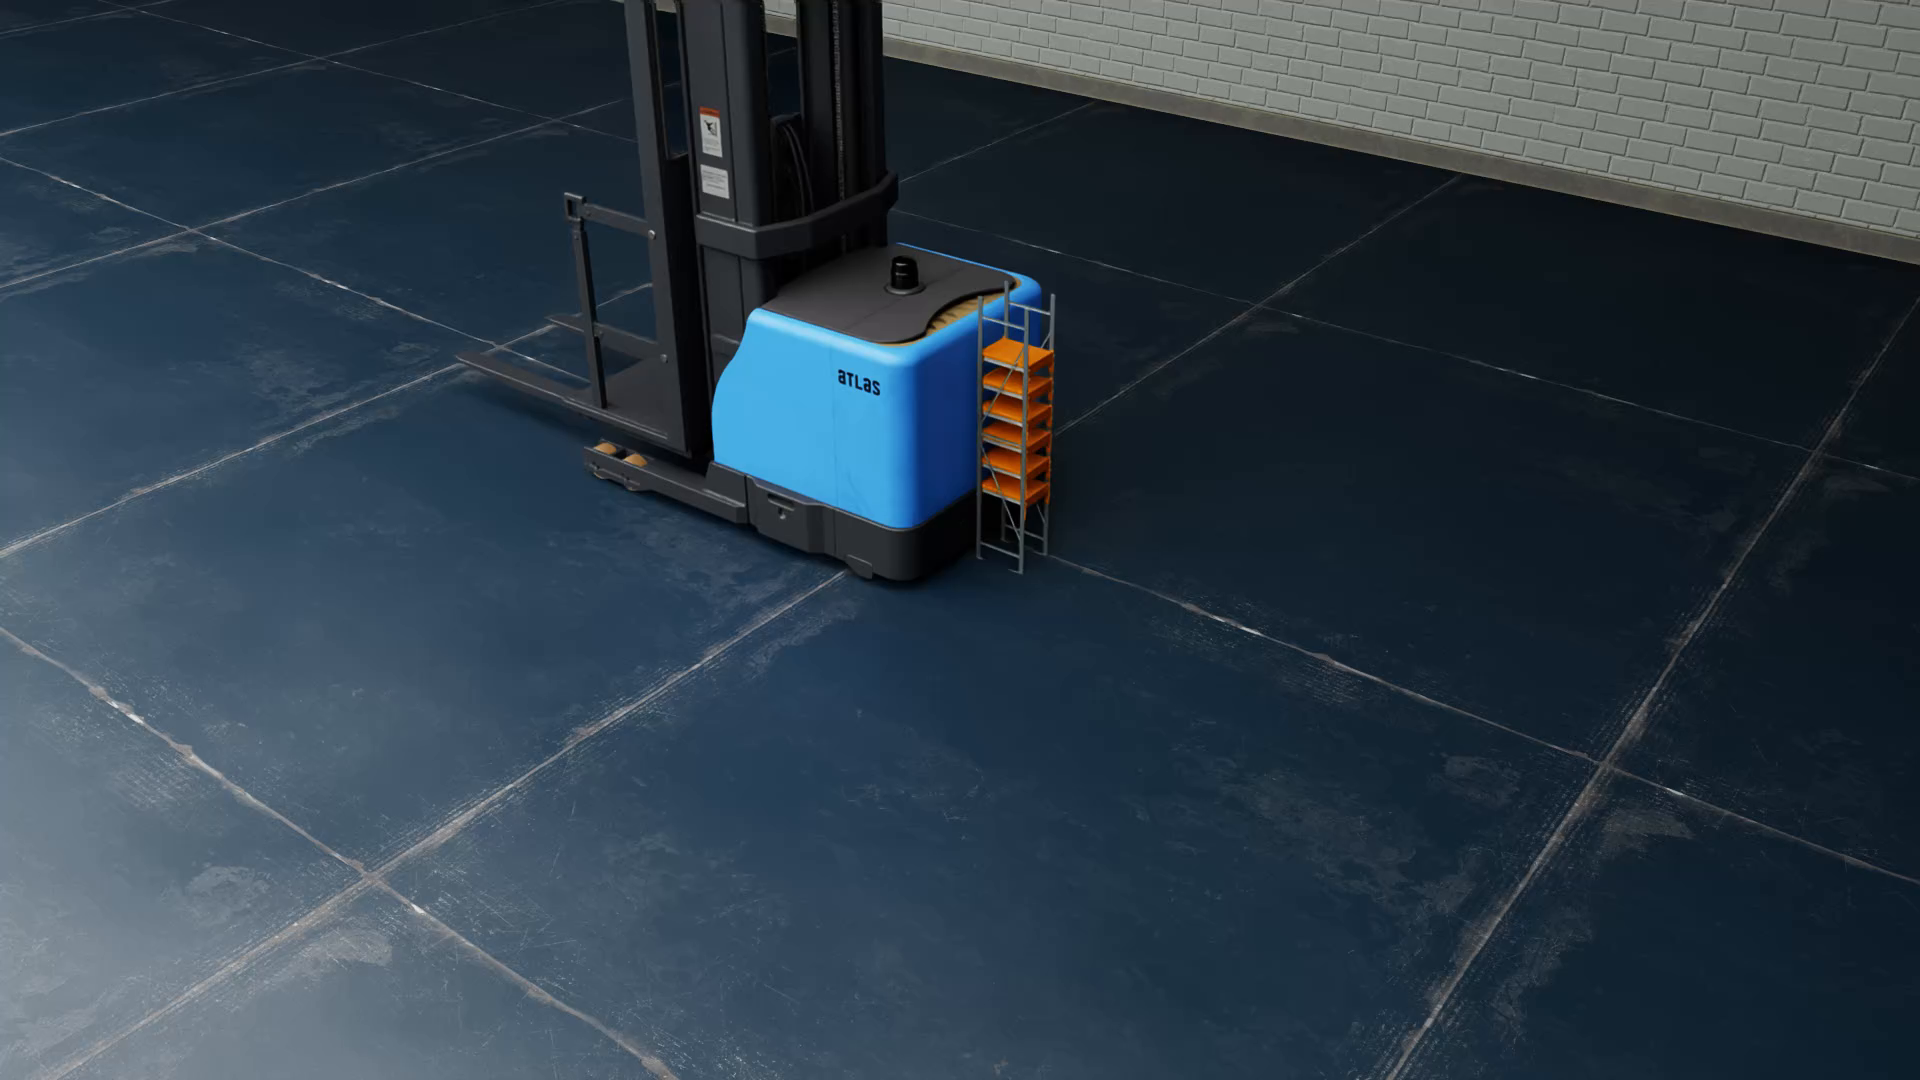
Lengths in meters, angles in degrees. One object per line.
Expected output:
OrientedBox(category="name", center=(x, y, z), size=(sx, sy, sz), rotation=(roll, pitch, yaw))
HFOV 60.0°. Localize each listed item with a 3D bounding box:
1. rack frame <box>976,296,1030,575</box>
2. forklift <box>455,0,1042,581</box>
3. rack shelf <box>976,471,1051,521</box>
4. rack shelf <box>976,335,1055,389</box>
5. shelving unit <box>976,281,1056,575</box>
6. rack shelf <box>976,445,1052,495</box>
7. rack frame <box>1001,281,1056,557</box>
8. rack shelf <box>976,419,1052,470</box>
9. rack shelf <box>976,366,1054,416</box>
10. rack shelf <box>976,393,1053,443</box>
OrientedBox(category="rack frame", center=(0.169, -0.404, 6.755), size=(0.240, 1.200, 0.006), rotation=(20, 36, 30))
OrientedBox(category="forklift", center=(-1.129, -1.681, 7.211), size=(3.031, 2.935, 1.130), rotation=(20, 36, 30))
OrientedBox(category="rack shelf", center=(0.222, -0.197, 6.964), size=(0.258, 0.103, 0.180), rotation=(20, 36, 30))
OrientedBox(category="rack shelf", center=(0.223, -0.713, 6.657), size=(0.258, 0.103, 0.180), rotation=(20, 36, 30))
OrientedBox(category="shelving unit", center=(0.223, -0.442, 6.818), size=(0.258, 1.200, 0.189), rotation=(20, 36, 30))
OrientedBox(category="rack shelf", center=(0.223, -0.300, 6.902), size=(0.258, 0.103, 0.180), rotation=(20, 36, 30))
OrientedBox(category="rack frame", center=(0.277, -0.480, 6.882), size=(0.240, 1.200, 0.006), rotation=(20, 36, 30))
OrientedBox(category="rack shelf", center=(0.223, -0.404, 6.841), size=(0.258, 0.103, 0.180), rotation=(20, 36, 30))
OrientedBox(category="rack shelf", center=(0.223, -0.610, 6.719), size=(0.258, 0.103, 0.180), rotation=(20, 36, 30))
OrientedBox(category="rack shelf", center=(0.223, -0.507, 6.780), size=(0.258, 0.103, 0.180), rotation=(20, 36, 30))
